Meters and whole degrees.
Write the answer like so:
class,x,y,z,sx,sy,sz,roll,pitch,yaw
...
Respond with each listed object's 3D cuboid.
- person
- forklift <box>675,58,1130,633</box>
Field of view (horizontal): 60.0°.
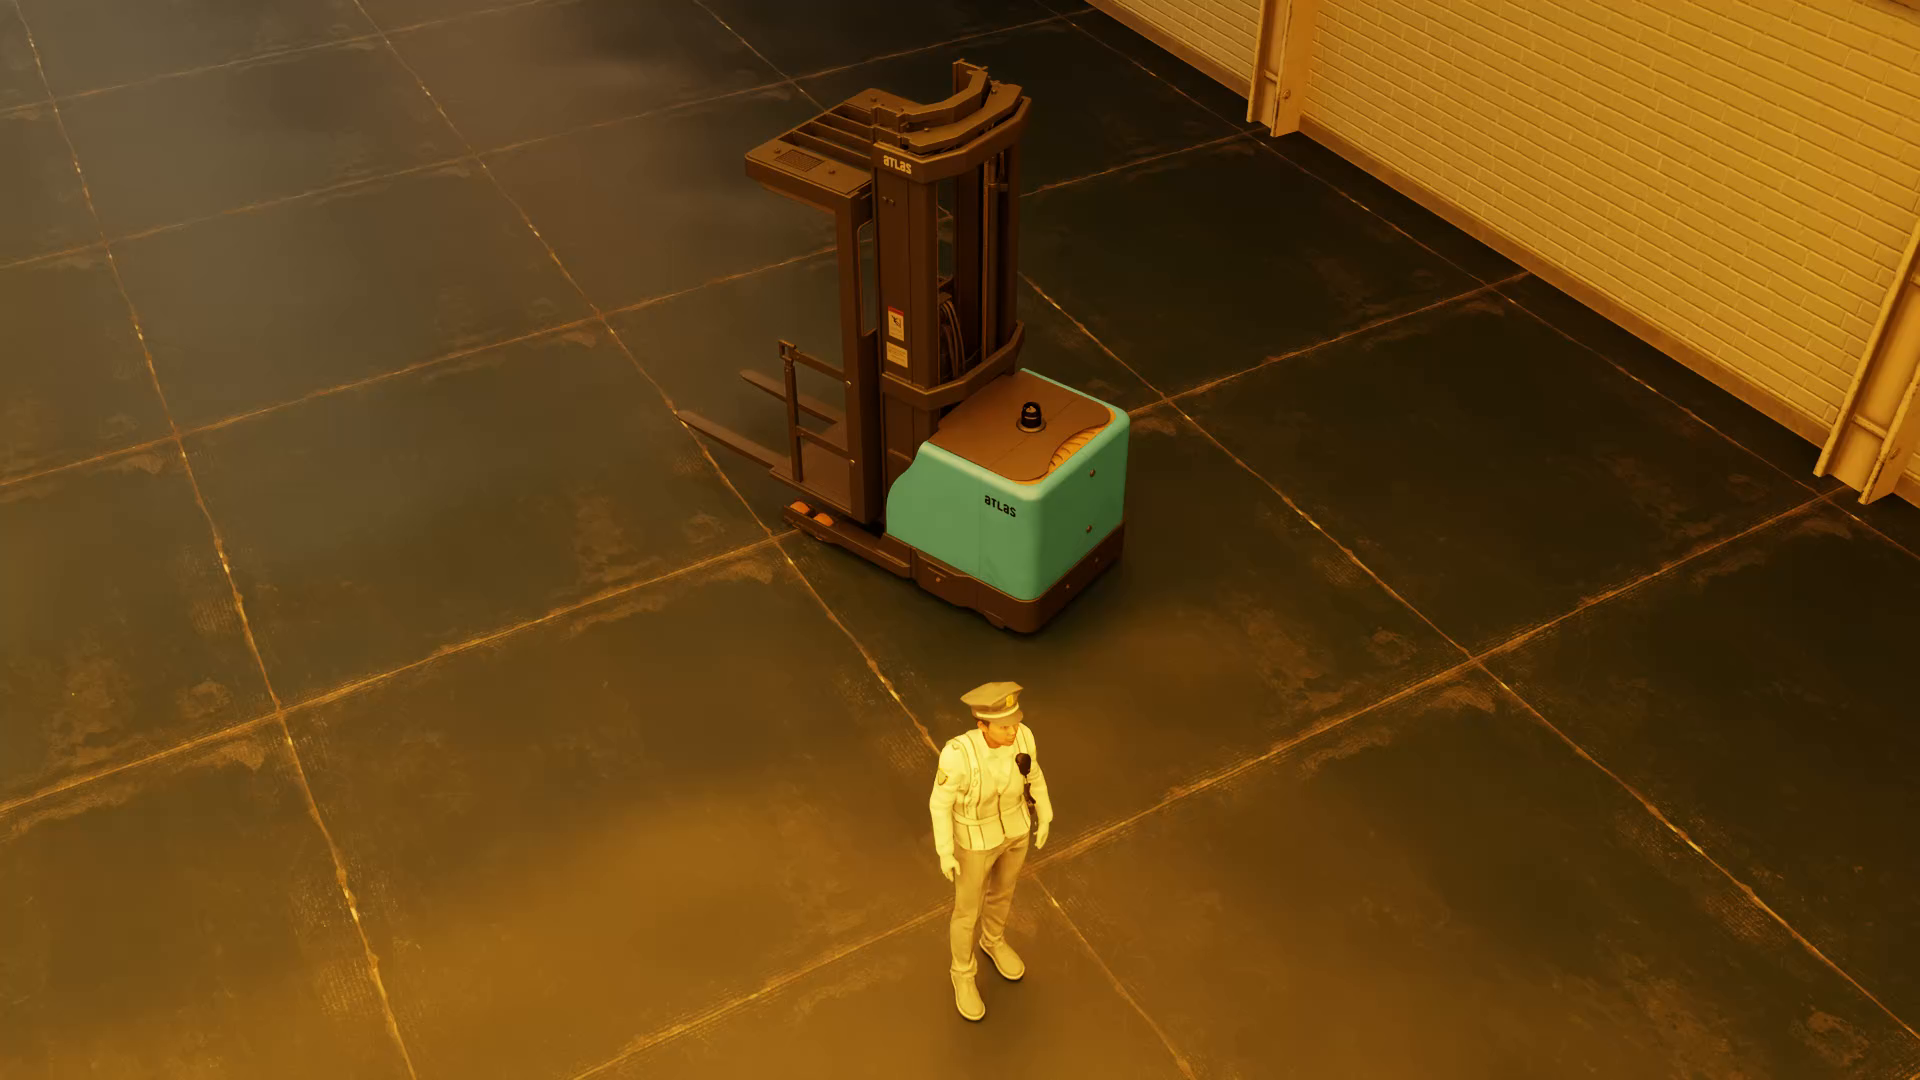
class,x,y,z,sx,sy,sz,roll,pitch,yaw
person,0.171,1.343,7.374,0.587,1.694,0.531,-19,43,-21
forklift,-0.481,-1.366,9.683,3.031,2.935,1.130,26,46,28
